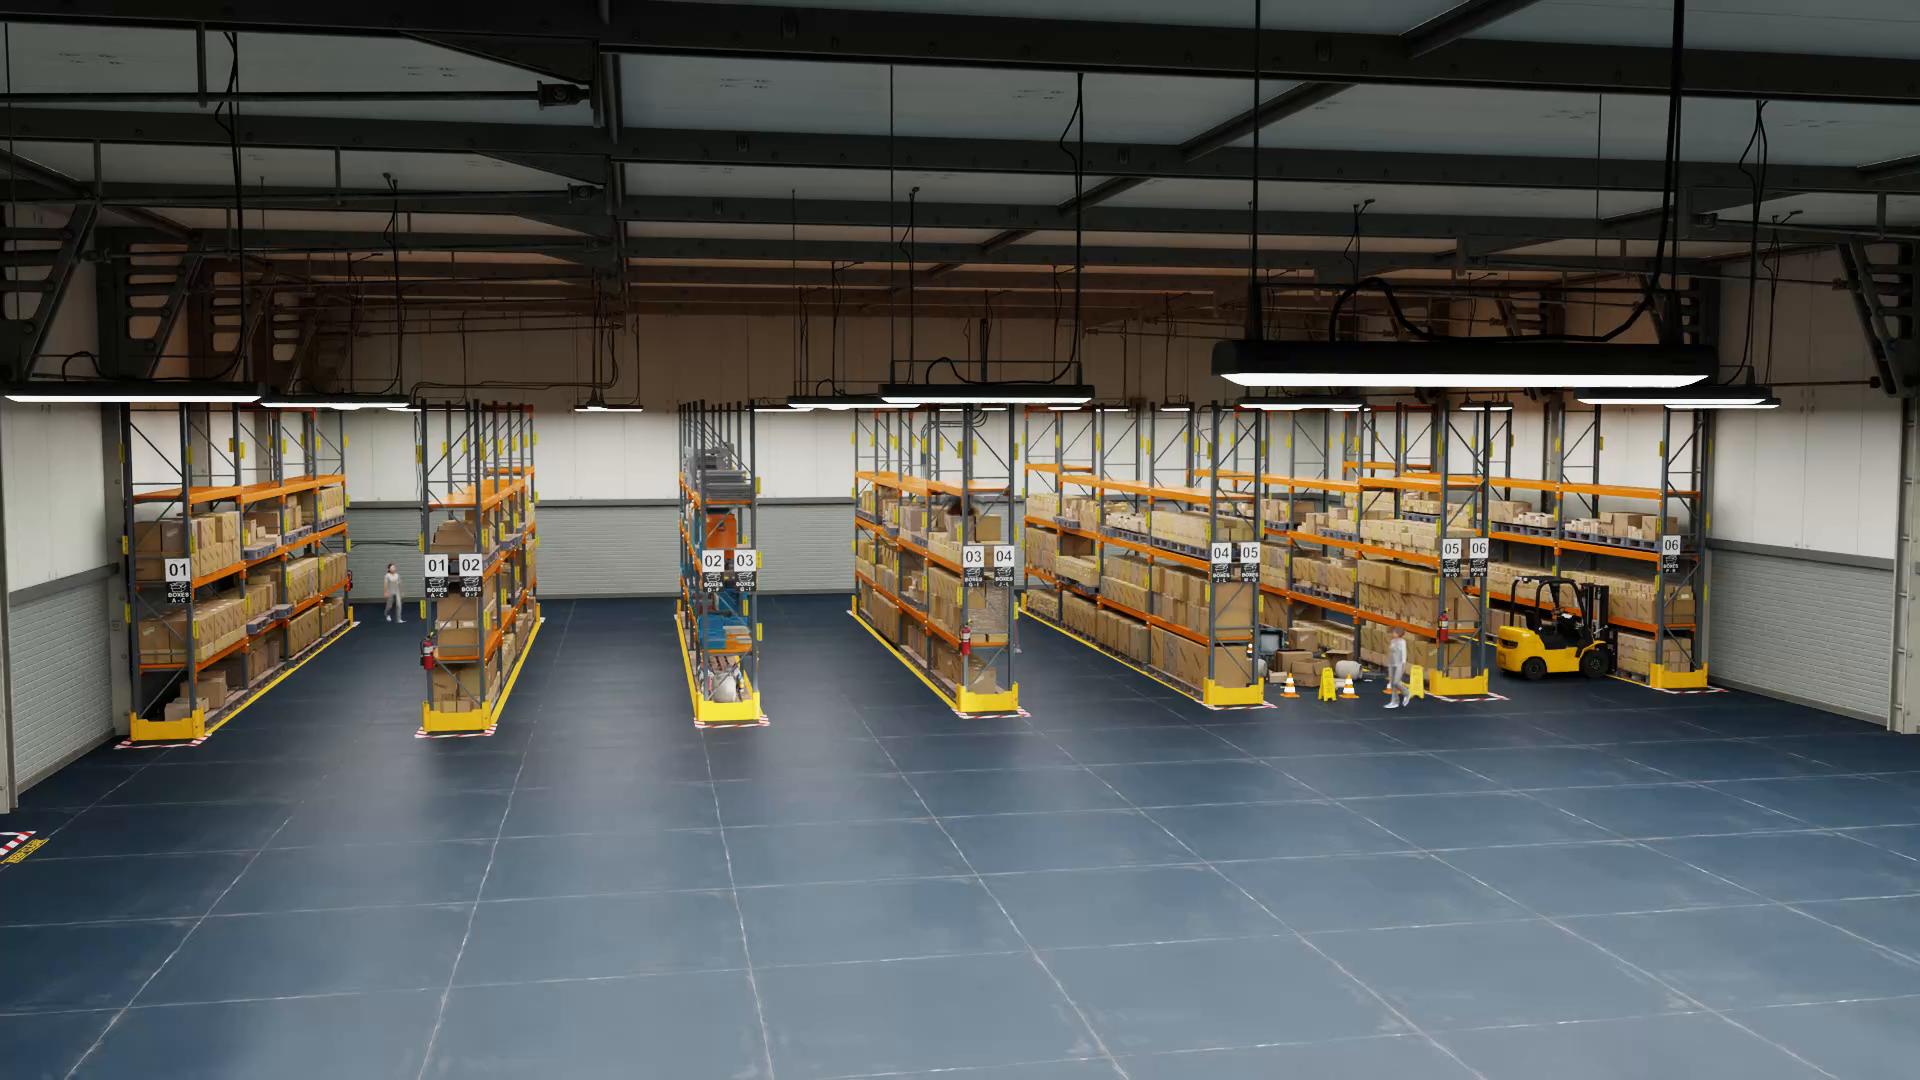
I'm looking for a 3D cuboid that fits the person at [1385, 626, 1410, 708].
[{"bbox_3d":[8.534,2.472,32.354,0.460,1.596,0.432,-3,5,-32],"label":"person"}]

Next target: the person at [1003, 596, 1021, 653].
[{"bbox_3d":[1.210,1.883,40.077,0.549,1.620,1.015,-1,5,-19],"label":"person"}]

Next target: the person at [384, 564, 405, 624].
[{"bbox_3d":[-15.532,1.462,45.599,0.550,1.650,0.575,-3,5,-30],"label":"person"}]

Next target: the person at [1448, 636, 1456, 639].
[{"bbox_3d":[11.270,1.989,38.230,0.427,1.742,0.624,2,5,21],"label":"person"}]
